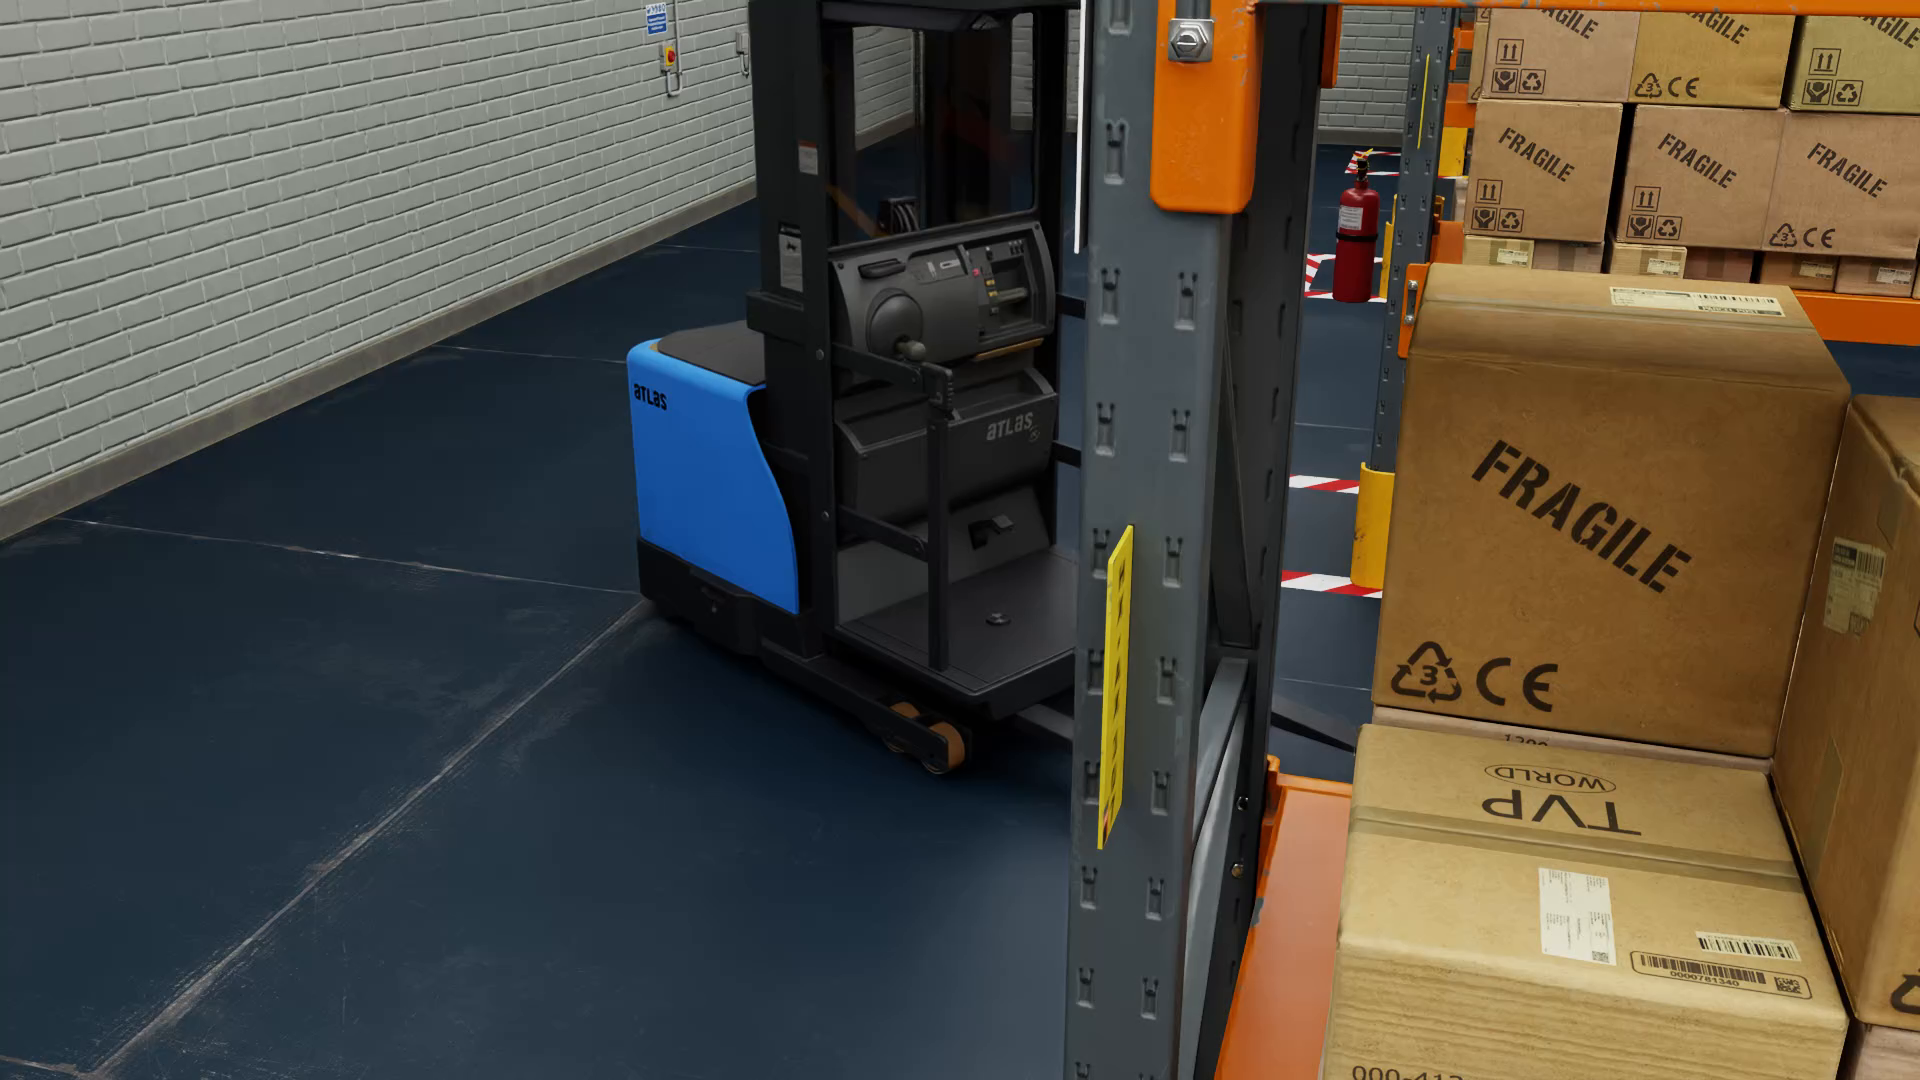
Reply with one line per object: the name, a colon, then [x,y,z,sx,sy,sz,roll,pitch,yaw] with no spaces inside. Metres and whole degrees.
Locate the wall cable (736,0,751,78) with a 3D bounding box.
wall cable: [-1.819,-4.808,13.699,0.122,1.984,0.588,7,23,16]

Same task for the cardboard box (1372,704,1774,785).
cardboard box: [0.865,0.278,2.446,0.500,0.250,0.500,6,23,15]

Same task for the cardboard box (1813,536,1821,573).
cardboard box: [3.262,-0.019,6.566,0.250,0.149,0.380,7,23,16]

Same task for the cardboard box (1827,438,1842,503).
cardboard box: [3.285,-0.280,6.419,0.250,0.149,0.380,7,23,18]

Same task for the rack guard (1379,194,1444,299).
rack guard: [3.164,-2.058,11.627,0.348,0.500,1.175,7,23,16]

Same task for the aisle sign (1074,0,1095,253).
aisle sign: [0.169,-0.712,1.629,0.004,0.787,0.394,7,23,16]

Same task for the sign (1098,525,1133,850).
sign: [0.159,0.153,1.699,0.005,0.325,0.100,7,23,16]

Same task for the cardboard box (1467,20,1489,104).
cardboard box: [3.564,-3.101,10.745,0.500,0.500,0.500,6,23,15]

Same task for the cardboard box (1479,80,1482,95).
cardboard box: [2.359,-1.630,6.767,0.500,0.500,0.500,7,23,17]

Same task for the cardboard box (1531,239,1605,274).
cardboard box: [2.325,-1.118,6.374,0.250,0.149,0.380,7,23,17]

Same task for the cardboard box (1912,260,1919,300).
cardboard box: [3.578,-0.979,6.034,0.250,0.149,0.380,7,23,17]

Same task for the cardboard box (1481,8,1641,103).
cardboard box: [2.207,-1.903,6.115,0.500,0.500,0.500,6,23,15]

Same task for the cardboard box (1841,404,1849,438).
cardboard box: [3.666,-0.426,6.775,0.250,0.149,0.380,6,23,14]

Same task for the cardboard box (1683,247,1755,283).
cardboard box: [2.855,-1.091,6.307,0.250,0.149,0.380,8,24,18]

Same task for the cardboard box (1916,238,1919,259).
cardboard box: [3.679,-1.275,5.902,0.500,0.500,0.500,6,23,14]

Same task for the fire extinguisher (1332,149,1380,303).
fire extinguisher: [1.746,-1.389,7.297,0.183,0.674,0.296,7,23,16]

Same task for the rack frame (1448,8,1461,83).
rack frame: [4.618,-5.015,15.544,0.127,3.000,1.000,7,23,16]

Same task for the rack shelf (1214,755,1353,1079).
rack shelf: [2.240,0.941,1.971,4.000,0.370,1.077,7,23,16]

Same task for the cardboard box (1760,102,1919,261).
cardboard box: [3.189,-1.328,6.032,0.500,0.500,0.500,7,23,16]

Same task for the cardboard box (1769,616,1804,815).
cardboard box: [1.351,0.333,2.310,0.500,0.250,0.500,6,23,15]

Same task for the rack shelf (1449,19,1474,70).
rack shelf: [6.532,-4.463,15.146,4.000,0.370,1.077,7,23,16]

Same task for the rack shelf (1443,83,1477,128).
rack shelf: [5.102,-2.659,10.749,4.000,0.370,1.077,7,23,16]

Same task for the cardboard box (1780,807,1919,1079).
cardboard box: [1.206,0.526,1.840,0.500,0.250,0.500,6,23,15]

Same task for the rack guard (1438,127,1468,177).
rack guard: [4.690,-3.850,15.998,0.348,0.500,1.175,7,23,16]

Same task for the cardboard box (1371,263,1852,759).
cardboard box: [0.867,-0.068,2.301,0.500,0.500,0.500,7,23,16]

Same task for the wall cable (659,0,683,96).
wall cable: [-2.218,-4.306,12.434,0.123,1.953,0.585,7,23,16]

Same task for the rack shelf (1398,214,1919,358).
rack shelf: [3.769,-0.850,6.337,4.000,0.370,1.077,7,23,16]

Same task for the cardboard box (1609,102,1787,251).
cardboard box: [2.724,-1.387,6.174,0.500,0.500,0.500,7,23,16]

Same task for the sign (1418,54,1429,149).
sign: [1.698,-1.605,6.090,0.005,0.325,0.100,7,23,16]

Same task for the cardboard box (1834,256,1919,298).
cardboard box: [3.336,-1.015,6.122,0.250,0.149,0.380,6,23,14]

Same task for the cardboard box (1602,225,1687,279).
cardboard box: [2.567,-1.069,6.255,0.250,0.149,0.380,6,23,14]

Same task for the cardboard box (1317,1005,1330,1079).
cardboard box: [0.569,0.664,2.029,0.250,0.149,0.380,7,23,16]

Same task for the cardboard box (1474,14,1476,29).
cardboard box: [4.853,-4.763,15.261,0.250,0.149,0.380,6,23,15]

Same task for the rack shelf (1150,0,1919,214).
rack shelf: [2.240,-0.447,1.402,4.000,0.370,1.077,7,23,16]

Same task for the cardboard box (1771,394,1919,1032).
cardboard box: [1.185,0.180,1.697,0.500,0.500,0.500,6,23,14]

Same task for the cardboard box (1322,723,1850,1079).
cardboard box: [0.706,0.472,1.973,0.500,0.250,0.500,6,23,14]

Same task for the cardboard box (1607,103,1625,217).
cardboard box: [2.850,-1.572,6.625,0.500,0.500,0.500,6,23,15]

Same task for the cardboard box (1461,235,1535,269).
cardboard box: [2.070,-1.131,6.406,0.250,0.149,0.380,6,23,15]

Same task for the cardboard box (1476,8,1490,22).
cardboard box: [3.565,-3.564,10.557,0.500,0.500,0.500,6,23,14]

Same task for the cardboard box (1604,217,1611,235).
cardboard box: [2.720,-1.290,6.793,0.250,0.149,0.380,6,23,15]

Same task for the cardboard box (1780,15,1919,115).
cardboard box: [3.184,-1.785,5.827,0.500,0.500,0.500,6,23,14]

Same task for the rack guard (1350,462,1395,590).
rack guard: [1.927,-0.237,7.189,0.348,0.500,1.175,7,23,16]

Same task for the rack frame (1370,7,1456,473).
rack frame: [1.854,-1.402,6.735,0.127,3.000,1.000,7,23,16]

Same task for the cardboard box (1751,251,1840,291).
cardboard box: [3.108,-1.052,6.213,0.250,0.149,0.380,6,23,15]

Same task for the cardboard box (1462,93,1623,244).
cardboard box: [2.204,-1.436,6.295,0.500,0.500,0.500,8,24,18]

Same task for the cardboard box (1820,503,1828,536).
cardboard box: [3.283,-0.157,6.511,0.250,0.149,0.380,5,23,13]

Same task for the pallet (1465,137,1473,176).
pallet: [5.454,-3.630,15.841,1.213,0.211,1.003,7,23,16]

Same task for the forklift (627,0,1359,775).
forklift: [0.110,-0.813,5.390,1.130,2.935,3.031,-20,29,-39]

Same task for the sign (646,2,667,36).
sign: [-2.290,-3.935,12.555,0.001,0.218,0.327,7,23,16]

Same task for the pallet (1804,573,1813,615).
pallet: [3.859,0.133,6.668,1.213,0.211,1.003,7,23,16]

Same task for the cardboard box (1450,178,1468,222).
cardboard box: [3.848,-2.184,11.465,0.875,0.438,0.875,6,23,14]

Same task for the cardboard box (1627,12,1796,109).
cardboard box: [2.692,-1.850,5.986,0.500,0.500,0.500,7,23,17]
